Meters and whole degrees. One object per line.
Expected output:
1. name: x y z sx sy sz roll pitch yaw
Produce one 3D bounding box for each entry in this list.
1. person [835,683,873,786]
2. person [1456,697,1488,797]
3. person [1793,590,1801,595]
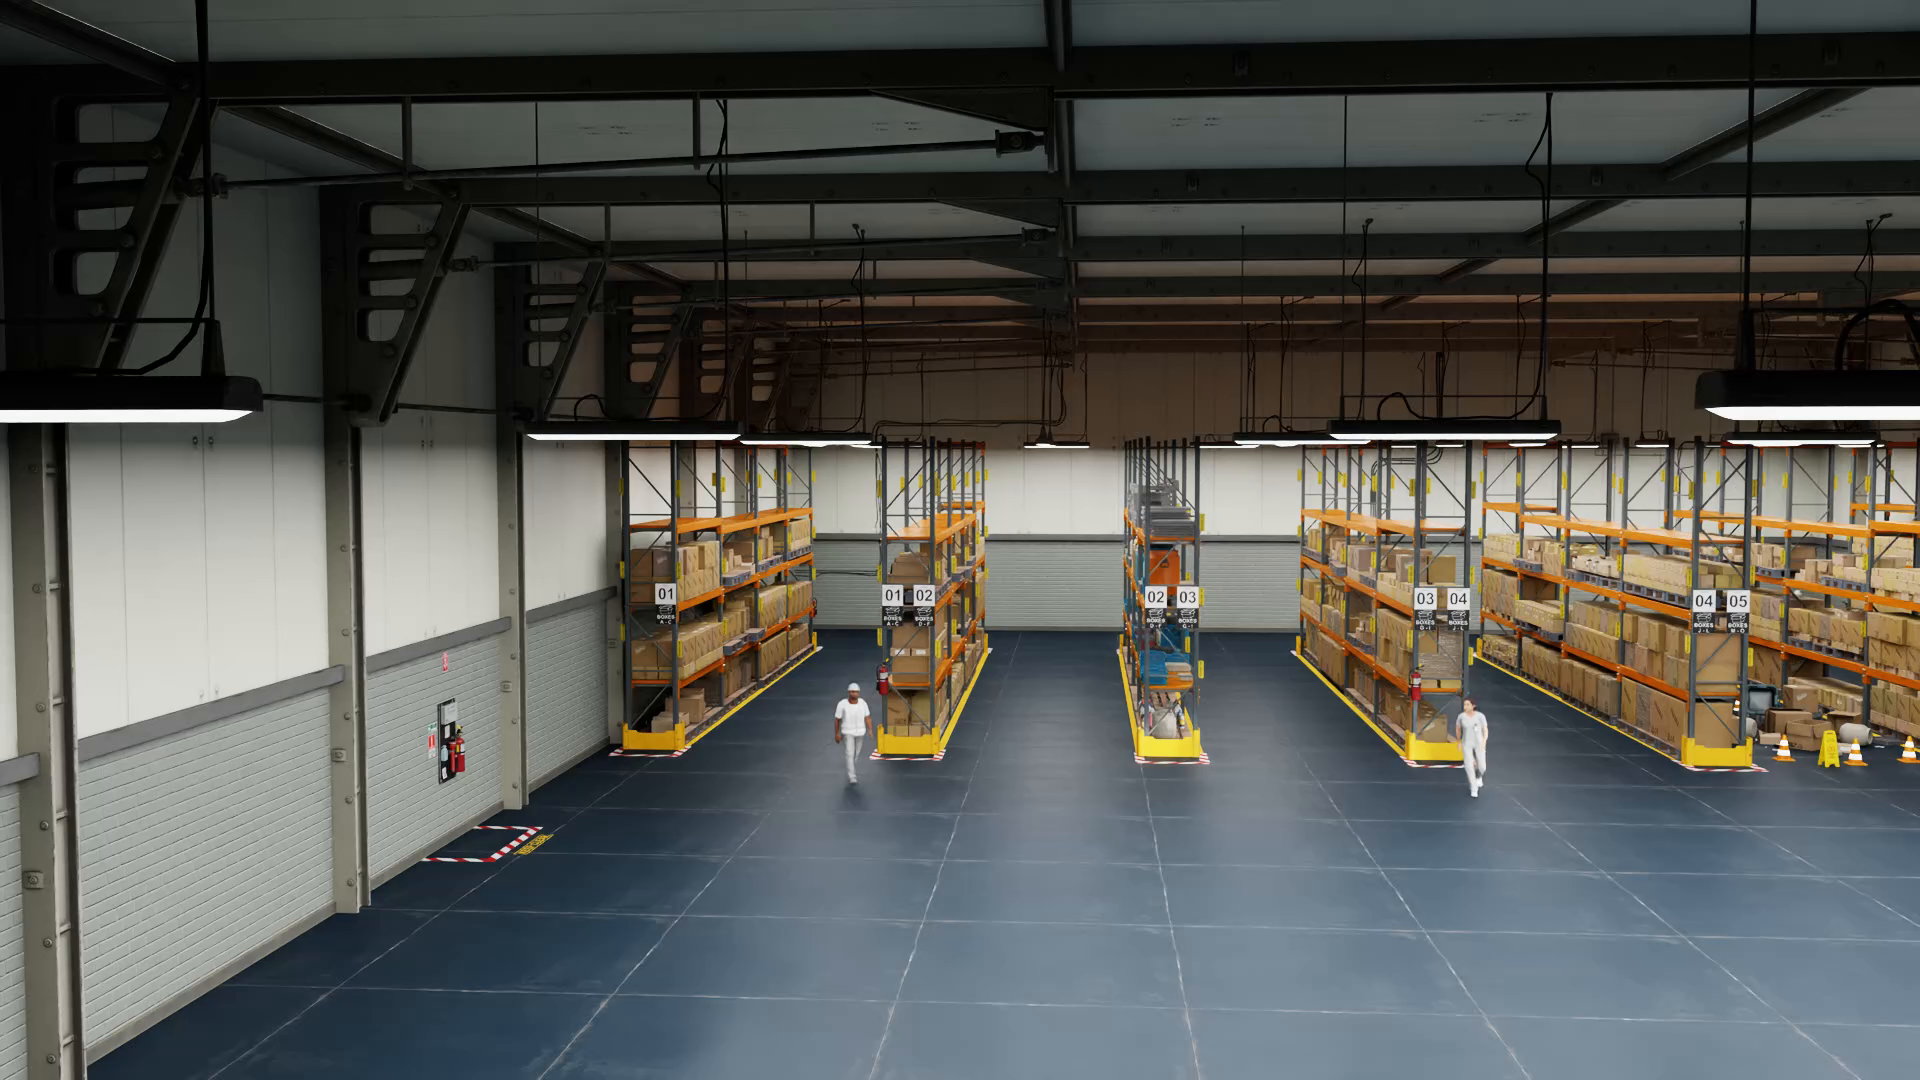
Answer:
1. person: -1.807 3.316 28.558 0.606 1.696 1.081 -2 3 -29
2. person: 8.540 3.424 27.748 0.496 1.640 0.628 1 3 16
3. person: 23.983 2.302 47.597 1.017 1.750 0.574 0 3 -2
